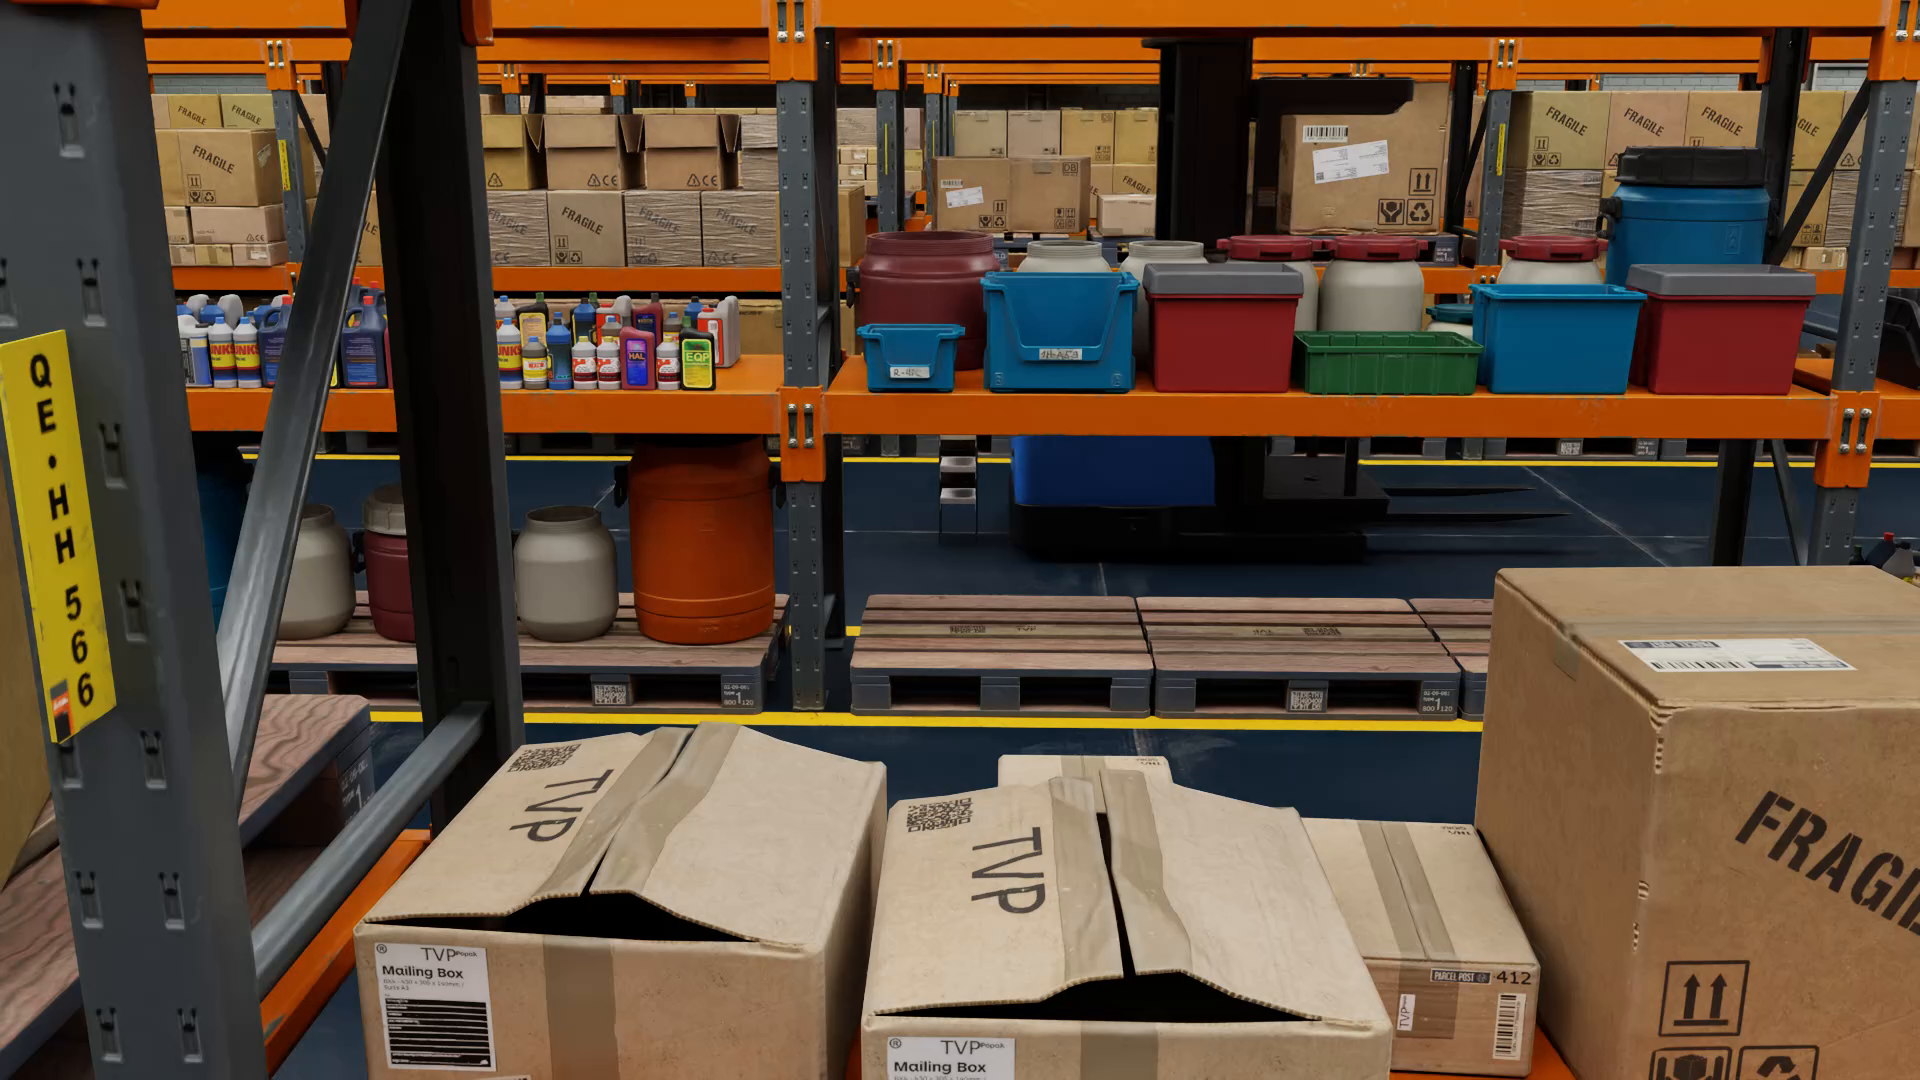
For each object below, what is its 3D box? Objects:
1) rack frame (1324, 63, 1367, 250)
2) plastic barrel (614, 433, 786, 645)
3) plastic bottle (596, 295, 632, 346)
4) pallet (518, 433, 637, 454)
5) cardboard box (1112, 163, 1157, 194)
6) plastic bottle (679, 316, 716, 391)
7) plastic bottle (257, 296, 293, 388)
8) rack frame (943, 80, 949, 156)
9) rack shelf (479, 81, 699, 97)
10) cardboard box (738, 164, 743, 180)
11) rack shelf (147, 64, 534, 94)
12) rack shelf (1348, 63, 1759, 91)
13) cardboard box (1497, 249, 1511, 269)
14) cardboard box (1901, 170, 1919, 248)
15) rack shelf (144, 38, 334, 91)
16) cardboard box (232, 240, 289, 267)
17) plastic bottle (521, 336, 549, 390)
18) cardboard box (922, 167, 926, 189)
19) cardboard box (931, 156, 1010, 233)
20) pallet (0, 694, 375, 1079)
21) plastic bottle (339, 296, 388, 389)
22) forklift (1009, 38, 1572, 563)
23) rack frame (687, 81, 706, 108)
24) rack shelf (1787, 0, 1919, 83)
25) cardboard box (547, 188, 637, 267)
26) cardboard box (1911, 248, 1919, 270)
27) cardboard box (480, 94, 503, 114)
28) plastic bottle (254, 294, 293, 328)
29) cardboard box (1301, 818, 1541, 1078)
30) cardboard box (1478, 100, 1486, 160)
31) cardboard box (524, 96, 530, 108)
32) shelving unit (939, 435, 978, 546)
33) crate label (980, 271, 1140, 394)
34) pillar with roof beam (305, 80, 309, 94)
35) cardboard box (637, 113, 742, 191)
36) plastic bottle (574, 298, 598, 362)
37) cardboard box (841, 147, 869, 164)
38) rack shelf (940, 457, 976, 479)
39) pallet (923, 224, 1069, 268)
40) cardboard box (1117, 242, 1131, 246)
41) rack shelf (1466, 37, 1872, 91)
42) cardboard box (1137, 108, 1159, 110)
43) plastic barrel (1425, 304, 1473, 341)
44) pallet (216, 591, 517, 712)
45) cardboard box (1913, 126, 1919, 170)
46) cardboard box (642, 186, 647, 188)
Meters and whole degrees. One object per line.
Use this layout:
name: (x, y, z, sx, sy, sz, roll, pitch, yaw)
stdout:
rack frame: (3.754, -3.384, 16.288, 0.127, 3.000, 1.000, 0, 15, 1)
plastic barrel: (-1.088, -0.036, 7.026, 0.708, 0.830, 0.600, 0, 15, 1)
plastic bottle: (-1.486, -0.911, 7.158, 0.135, 0.276, 0.152, 0, 15, 1)
pallet: (-2.475, -0.831, 12.076, 1.213, 0.211, 1.003, 0, 15, 1)
cardboard box: (1.708, -3.377, 16.065, 0.500, 0.500, 0.500, 0, 15, 1)
plastic bottle: (-1.014, -0.721, 6.420, 0.133, 0.283, 0.061, 0, 15, 1)
plastic bottle: (-2.633, -0.774, 6.492, 0.185, 0.351, 0.144, 0, 15, 1)
rack frame: (-0.219, -4.673, 21.174, 0.127, 3.000, 1.000, 0, 15, 1)
rack shelf: (-6.094, -7.081, 25.829, 4.000, 0.370, 1.077, 0, 15, 1)
cardboard box: (-2.040, -3.531, 15.929, 0.250, 0.149, 0.380, 1, 15, 3)
rack shelf: (-6.243, -4.552, 16.244, 4.000, 0.370, 1.077, 0, 15, 1)
rack shelf: (5.753, -4.474, 15.948, 4.000, 0.370, 1.077, 0, 15, 1)
cardboard box: (3.733, -1.921, 11.232, 0.250, 0.149, 0.380, 0, 15, 1)
cardboard box: (6.473, -2.270, 11.283, 0.500, 0.500, 0.875, 0, 15, 1)
rack shelf: (-6.471, -3.288, 11.452, 4.000, 0.370, 1.077, 0, 15, 1)
cardboard box: (-4.784, -1.969, 11.417, 0.250, 0.149, 0.380, 0, 15, 2)
plastic bottle: (-1.652, -0.690, 6.464, 0.097, 0.201, 0.097, 0, 15, 0)
cardboard box: (-0.702, -4.668, 21.448, 0.500, 0.250, 0.500, 0, 15, 0)
cardboard box: (0.068, -2.404, 11.554, 0.500, 0.500, 0.500, -1, 15, -5)
pallet: (-1.409, 0.486, 1.993, 1.003, 0.211, 1.213, 0, 15, 1)
plastic bottle: (-2.315, -0.772, 6.484, 0.185, 0.351, 0.144, 0, 15, 1)
forklift: (1.802, -1.430, 9.013, 3.031, 2.935, 1.130, 0, 15, 0)
rack frame: (-4.095, -5.965, 26.071, 0.127, 3.000, 1.000, 0, 15, 1)
rack shelf: (5.399, -1.947, 6.368, 4.000, 0.370, 1.077, 0, 15, 1)
cardboard box: (-2.498, -2.145, 11.396, 0.500, 0.500, 0.500, 1, 15, 2)
cardboard box: (6.484, -1.918, 11.221, 0.250, 0.149, 0.380, 0, 15, 1)
cardboard box: (-4.720, -4.046, 16.057, 0.500, 0.500, 0.500, 0, 15, -1)
plastic bottle: (-2.960, -0.921, 7.194, 0.135, 0.276, 0.152, 0, 15, 1)
cardboard box: (0.547, 0.495, 2.075, 0.250, 0.149, 0.380, 1, 15, 6)
cardboard box: (5.211, -3.955, 16.041, 0.550, 0.550, 0.875, 0, 15, 1)
cardboard box: (-5.297, -5.496, 20.866, 0.250, 0.149, 0.380, 0, 15, 1)
shelving unit: (-0.008, -0.435, 9.225, 0.210, 0.900, 0.258, 0, 15, 1)
crate label: (0.387, -0.825, 6.517, 0.616, 0.435, 0.502, 0, 15, 1)
pillar with roof beam: (-10.876, -8.042, 22.181, 0.400, 9.000, 9.100, 0, 15, 1)
cardboard box: (-1.854, -2.693, 11.507, 0.637, 0.503, 0.797, 1, 15, 3)
plastic bottle: (-1.603, -0.901, 7.129, 0.097, 0.271, 0.097, 0, 15, 0)
cardboard box: (-0.997, -3.668, 15.867, 0.250, 0.149, 0.380, 0, 15, 1)
rack shelf: (-0.008, -0.403, 9.234, 0.200, 0.077, 0.258, 0, 15, 1)
pallet: (0.243, -2.076, 11.705, 1.003, 0.211, 1.213, 0, 15, 1)
cardboard box: (2.605, -4.976, 26.151, 0.625, 0.625, 0.875, 0, 15, 1)
rack shelf: (5.526, -3.210, 11.156, 4.000, 0.370, 1.077, 0, 15, 1)
cardboard box: (2.348, -5.299, 20.670, 0.250, 0.149, 0.380, 0, 15, -1)
plastic barrel: (2.080, -0.838, 6.907, 0.301, 0.262, 0.301, 0, 15, 0)
pallet: (-2.605, 0.462, 7.175, 1.213, 0.211, 1.003, 0, 15, 1)
cardboard box: (6.469, -2.712, 11.001, 0.500, 0.500, 0.500, 0, 15, 1)
cardboard box: (-1.979, -2.272, 11.877, 0.500, 0.500, 0.500, 0, 15, 0)
